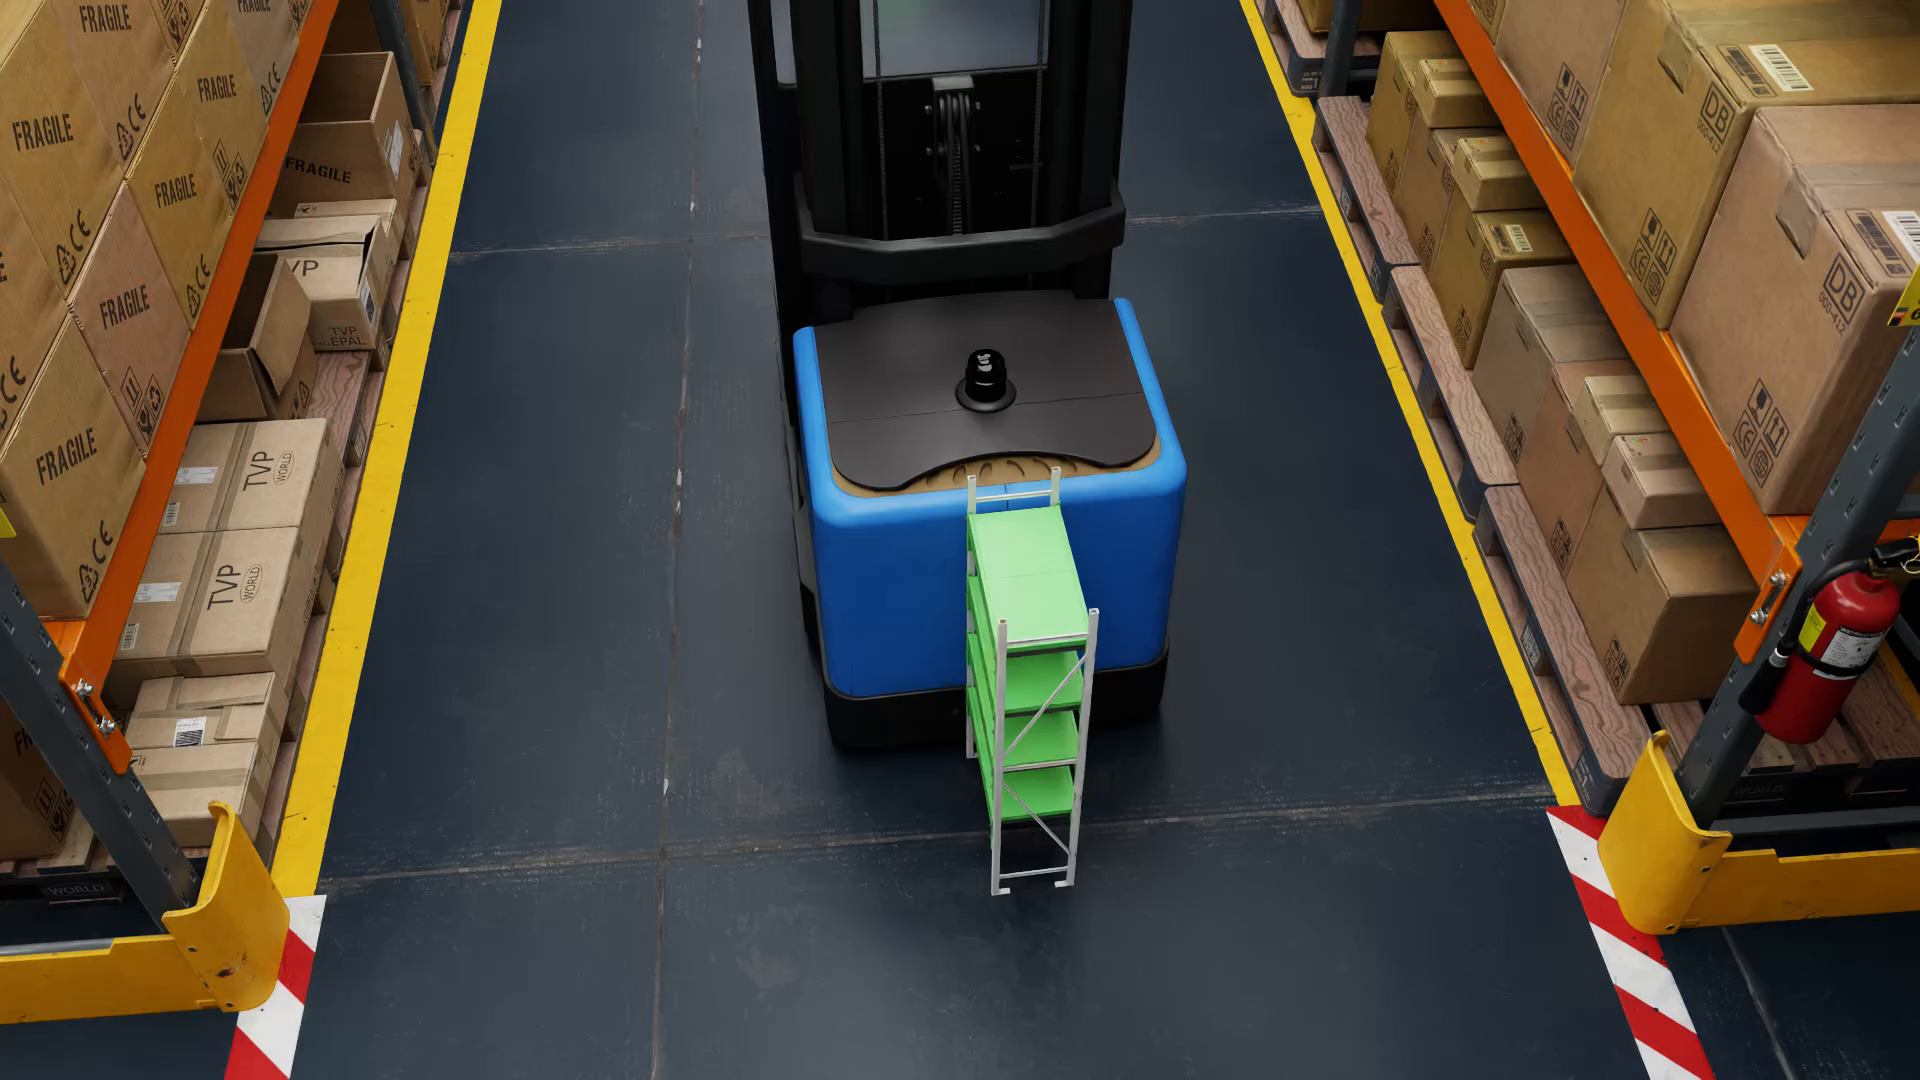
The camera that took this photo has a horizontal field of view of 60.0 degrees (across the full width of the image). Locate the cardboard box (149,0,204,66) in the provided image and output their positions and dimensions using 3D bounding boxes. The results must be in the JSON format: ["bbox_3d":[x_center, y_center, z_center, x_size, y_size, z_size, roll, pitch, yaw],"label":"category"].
[{"bbox_3d":[-2.380,-1.609,4.450,0.500,0.500,0.500,-4,47,-4],"label":"cardboard box"}]

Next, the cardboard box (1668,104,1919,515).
[{"bbox_3d":[2.410,-0.561,4.009,0.980,0.700,0.700,-2,47,-1],"label":"cardboard box"}]

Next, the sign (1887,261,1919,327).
[{"bbox_3d":[1.921,-0.546,3.241,0.100,0.325,0.005,-3,47,-3],"label":"sign"}]

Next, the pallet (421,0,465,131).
[{"bbox_3d":[-2.914,-2.307,7.790,1.003,0.211,1.213,-3,47,-3],"label":"pallet"}]

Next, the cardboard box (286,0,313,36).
[{"bbox_3d":[-2.466,-1.995,5.505,0.500,0.500,0.500,-2,47,-2],"label":"cardboard box"}]

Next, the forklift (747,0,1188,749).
[{"bbox_3d":[-0.090,-1.457,5.111,1.130,2.935,3.031,-6,47,-6],"label":"forklift"}]

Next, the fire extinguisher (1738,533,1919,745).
[{"bbox_3d":[2.015,0.202,3.803,0.296,0.674,0.183,-3,47,-3],"label":"fire extinguisher"}]

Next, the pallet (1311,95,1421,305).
[{"bbox_3d":[2.113,-1.470,6.997,1.003,0.211,1.213,-3,47,-3],"label":"pallet"}]

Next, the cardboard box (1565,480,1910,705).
[{"bbox_3d":[2.304,0.125,4.998,0.700,0.500,0.500,-3,47,-3],"label":"cardboard box"}]

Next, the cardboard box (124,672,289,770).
[{"bbox_3d":[-2.187,0.532,4.828,0.380,0.166,0.250,-3,47,-3],"label":"cardboard box"}]

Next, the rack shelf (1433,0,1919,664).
[{"bbox_3d":[2.295,-1.289,5.401,1.077,0.370,4.000,-3,47,-3],"label":"rack shelf"}]

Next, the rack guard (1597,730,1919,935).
[{"bbox_3d":[2.465,0.787,4.660,1.175,0.500,0.348,-3,47,-3],"label":"rack guard"}]

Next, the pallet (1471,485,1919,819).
[{"bbox_3d":[2.318,0.295,5.325,1.003,0.211,1.213,-3,47,-3],"label":"pallet"}]

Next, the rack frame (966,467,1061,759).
[{"bbox_3d":[0.139,0.242,4.695,0.240,1.200,0.015,-6,47,-6],"label":"rack frame"}]

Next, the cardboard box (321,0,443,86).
[{"bbox_3d":[-2.606,-2.336,7.316,0.500,0.500,0.500,-5,47,-5],"label":"cardboard box"}]

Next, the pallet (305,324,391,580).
[{"bbox_3d":[-2.647,-0.339,5.926,1.003,0.211,1.213,-3,47,-3],"label":"pallet"}]

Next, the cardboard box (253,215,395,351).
[{"bbox_3d":[-2.415,-0.969,6.151,0.500,0.311,0.500,-3,47,-3],"label":"cardboard box"}]

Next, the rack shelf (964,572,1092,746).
[{"bbox_3d":[0.174,0.296,4.401,0.258,0.148,0.480,-6,47,-6],"label":"rack shelf"}]

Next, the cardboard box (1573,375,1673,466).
[{"bbox_3d":[2.090,-0.365,5.015,0.380,0.149,0.250,-2,47,-2],"label":"cardboard box"}]

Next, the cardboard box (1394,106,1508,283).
[{"bbox_3d":[2.127,-1.358,6.402,0.700,0.500,0.500,-4,47,-4],"label":"cardboard box"}]

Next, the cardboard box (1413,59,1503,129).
[{"bbox_3d":[1.935,-1.685,6.266,0.380,0.149,0.250,-2,47,-2],"label":"cardboard box"}]

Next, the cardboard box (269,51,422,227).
[{"bbox_3d":[-2.478,-1.577,6.596,0.500,0.500,0.500,-3,47,-3],"label":"cardboard box"}]

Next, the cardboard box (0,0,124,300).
[{"bbox_3d":[-2.299,-0.879,3.759,0.500,0.500,0.500,-3,47,-3],"label":"cardboard box"}]

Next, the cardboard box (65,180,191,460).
[{"bbox_3d":[-2.296,-0.530,4.117,0.500,0.500,0.500,-4,47,-4],"label":"cardboard box"}]

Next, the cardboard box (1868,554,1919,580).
[{"bbox_3d":[2.514,-0.020,4.688,0.380,0.149,0.250,-3,47,-3],"label":"cardboard box"}]

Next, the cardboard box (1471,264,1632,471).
[{"bbox_3d":[2.220,-0.601,5.685,0.700,0.500,0.500,-5,47,-5],"label":"cardboard box"}]

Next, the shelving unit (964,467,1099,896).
[{"bbox_3d":[0.174,0.417,4.529,0.258,1.200,0.503,-6,47,-6],"label":"shelving unit"}]

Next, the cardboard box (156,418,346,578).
[{"bbox_3d":[-2.320,-0.126,5.394,0.500,0.250,0.500,-3,47,-3],"label":"cardboard box"}]

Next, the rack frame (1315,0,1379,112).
[{"bbox_3d":[2.128,-2.984,6.510,1.000,3.000,0.127,-3,47,-3],"label":"rack frame"}]

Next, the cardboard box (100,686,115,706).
[{"bbox_3d":[-2.709,0.360,4.991,0.380,0.166,0.250,-3,47,-3],"label":"cardboard box"}]

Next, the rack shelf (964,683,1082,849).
[{"bbox_3d":[0.174,0.626,4.749,0.258,0.148,0.480,-6,47,-6],"label":"rack shelf"}]

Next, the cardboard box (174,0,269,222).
[{"bbox_3d":[-2.376,-1.255,4.804,0.500,0.500,0.500,-3,47,-3],"label":"cardboard box"}]

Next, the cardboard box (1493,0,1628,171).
[{"bbox_3d":[2.283,-1.639,5.030,0.980,0.700,0.700,-6,47,-5],"label":"cardboard box"}]

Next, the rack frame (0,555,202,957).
[{"bbox_3d":[-2.473,0.214,3.481,1.000,3.000,0.127,-3,47,-3],"label":"rack frame"}]
